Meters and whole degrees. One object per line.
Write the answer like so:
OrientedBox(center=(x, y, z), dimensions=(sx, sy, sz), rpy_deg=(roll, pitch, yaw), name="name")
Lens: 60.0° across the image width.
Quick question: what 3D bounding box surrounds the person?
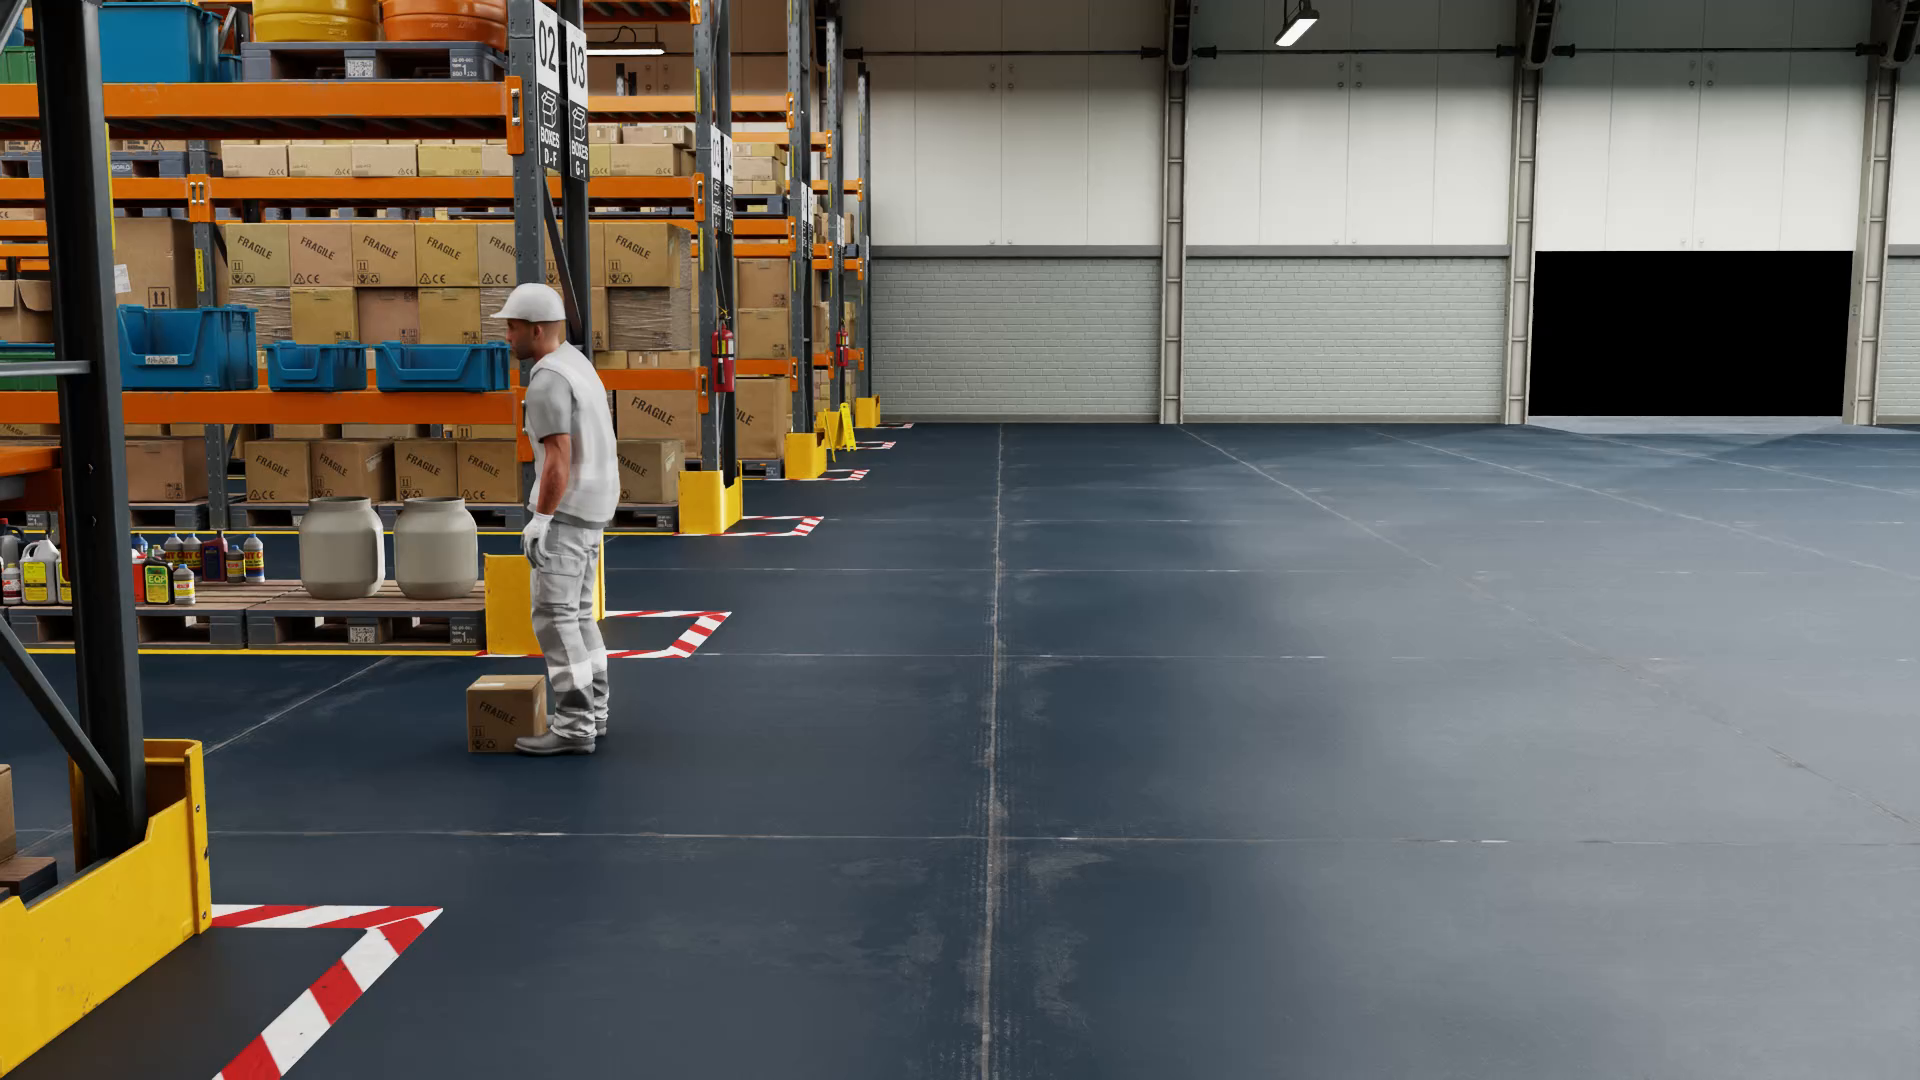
OrientedBox(center=(-1.536, -0.082, 6.358), dimensions=(0.455, 1.779, 0.619), rpy_deg=(0, 7, 0), name="person")
